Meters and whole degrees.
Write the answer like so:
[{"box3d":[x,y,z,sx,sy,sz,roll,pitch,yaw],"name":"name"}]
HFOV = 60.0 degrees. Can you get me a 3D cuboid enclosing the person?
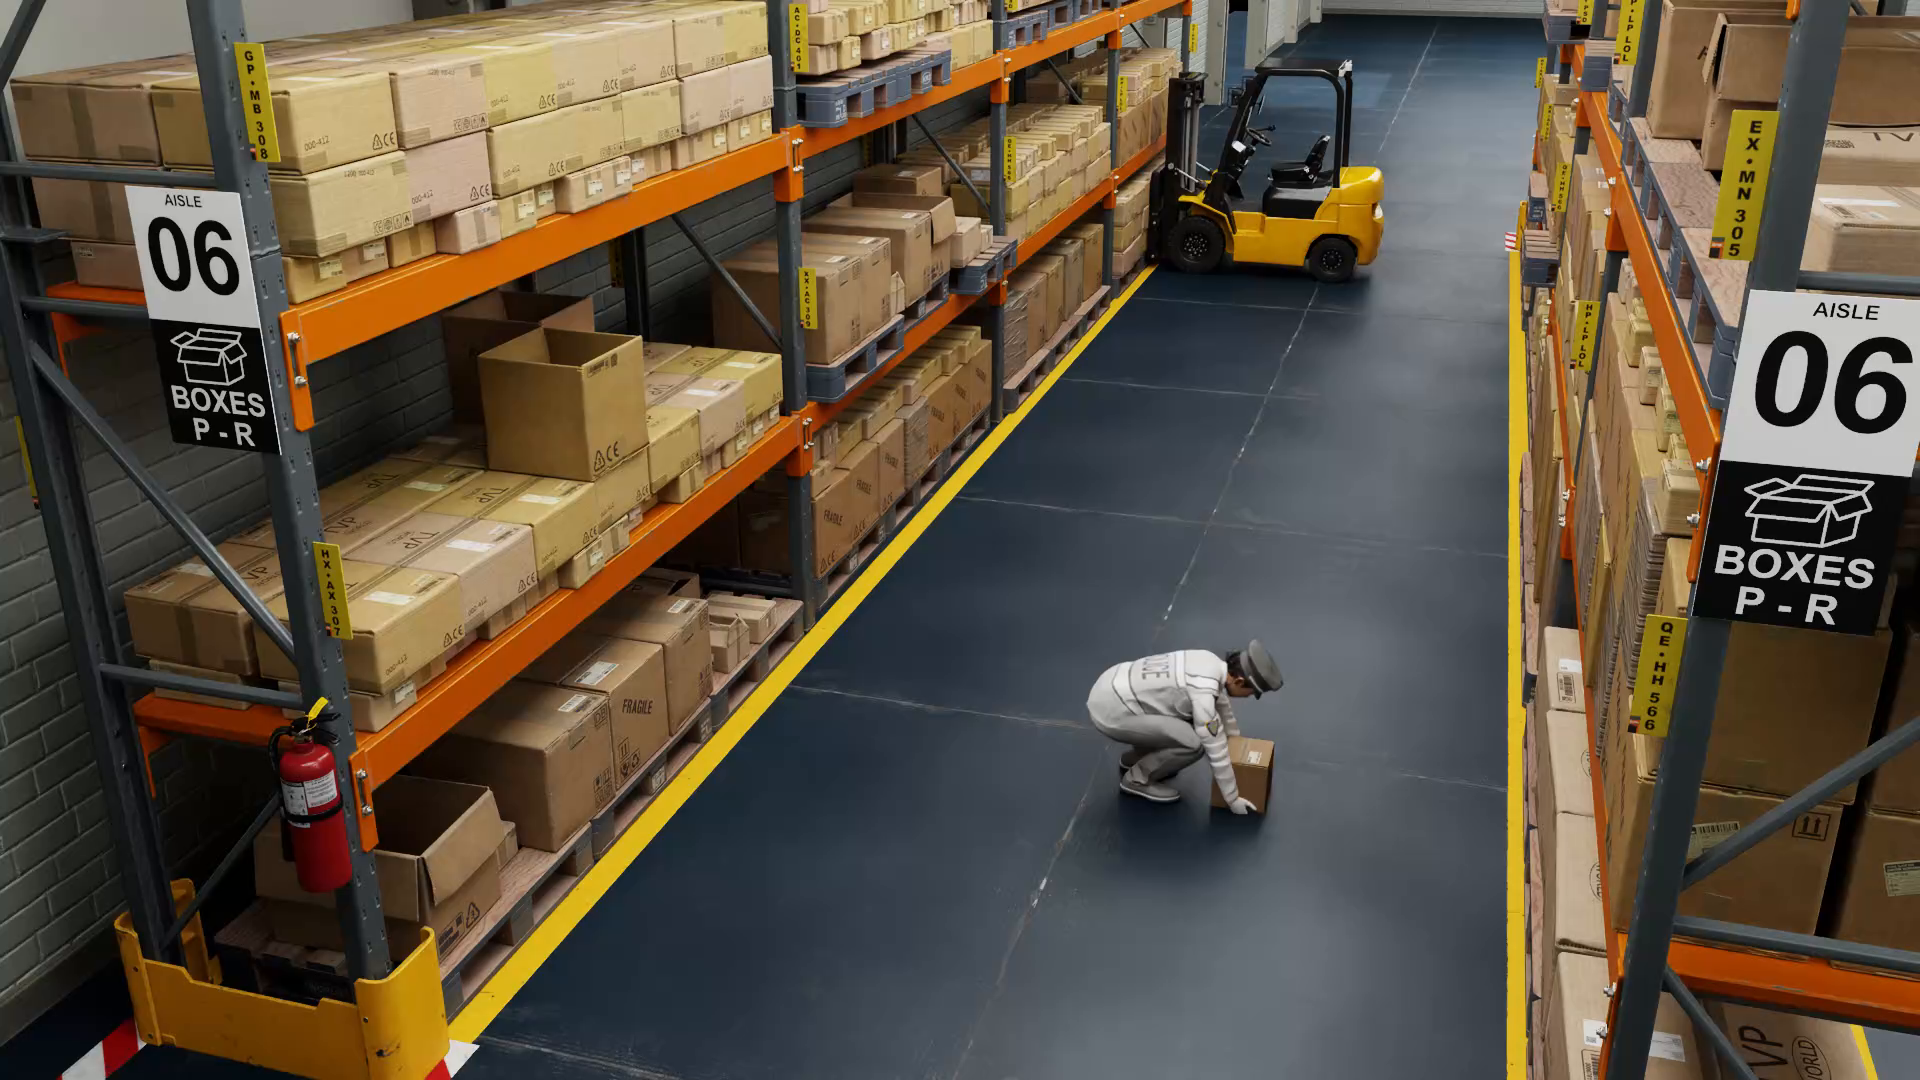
[{"box3d":[1.102,0.821,7.755,0.772,0.784,0.409,6,23,15],"name":"person"}]
